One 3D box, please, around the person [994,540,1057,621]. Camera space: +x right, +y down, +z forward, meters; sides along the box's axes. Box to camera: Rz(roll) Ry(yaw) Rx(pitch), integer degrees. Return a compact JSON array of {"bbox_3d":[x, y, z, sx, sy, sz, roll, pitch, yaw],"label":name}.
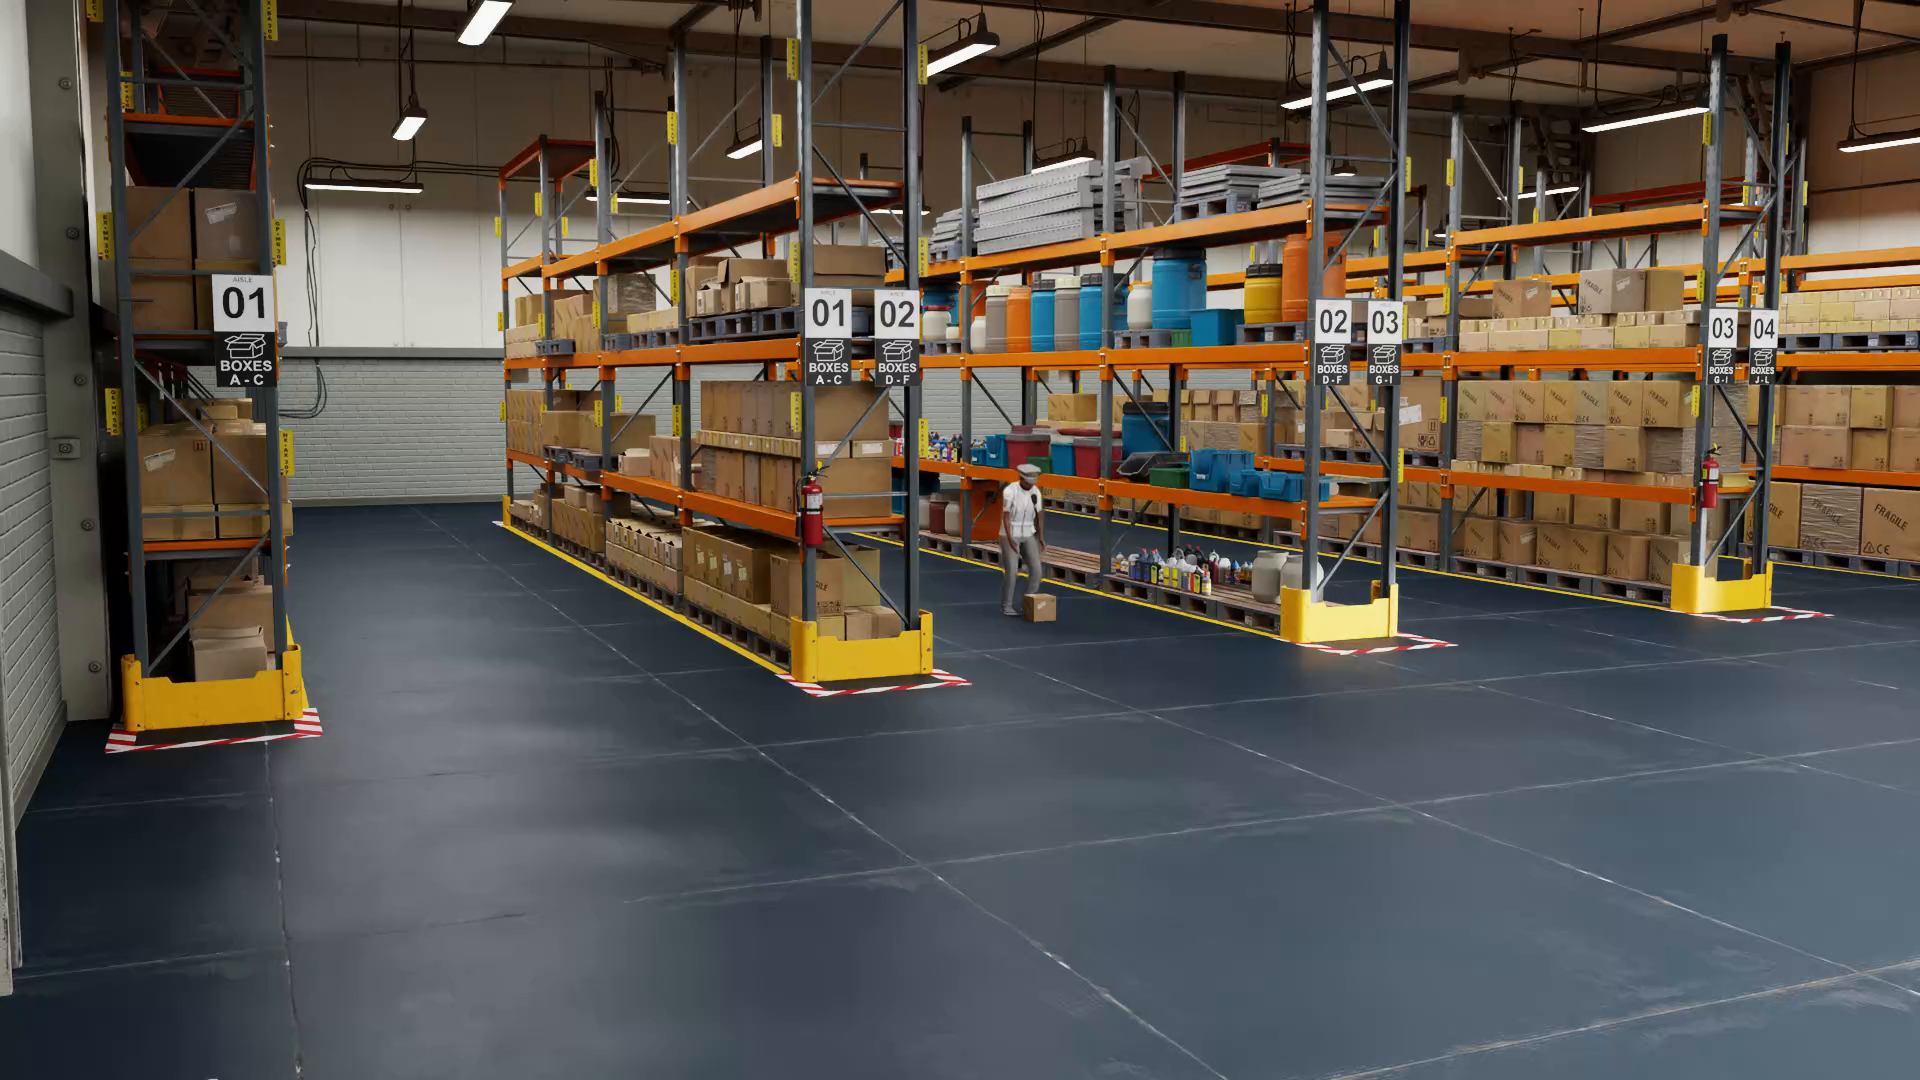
[{"bbox_3d":[0.703,0.419,17.399,0.467,0.801,0.925,-3,6,-26],"label":"person"}]
